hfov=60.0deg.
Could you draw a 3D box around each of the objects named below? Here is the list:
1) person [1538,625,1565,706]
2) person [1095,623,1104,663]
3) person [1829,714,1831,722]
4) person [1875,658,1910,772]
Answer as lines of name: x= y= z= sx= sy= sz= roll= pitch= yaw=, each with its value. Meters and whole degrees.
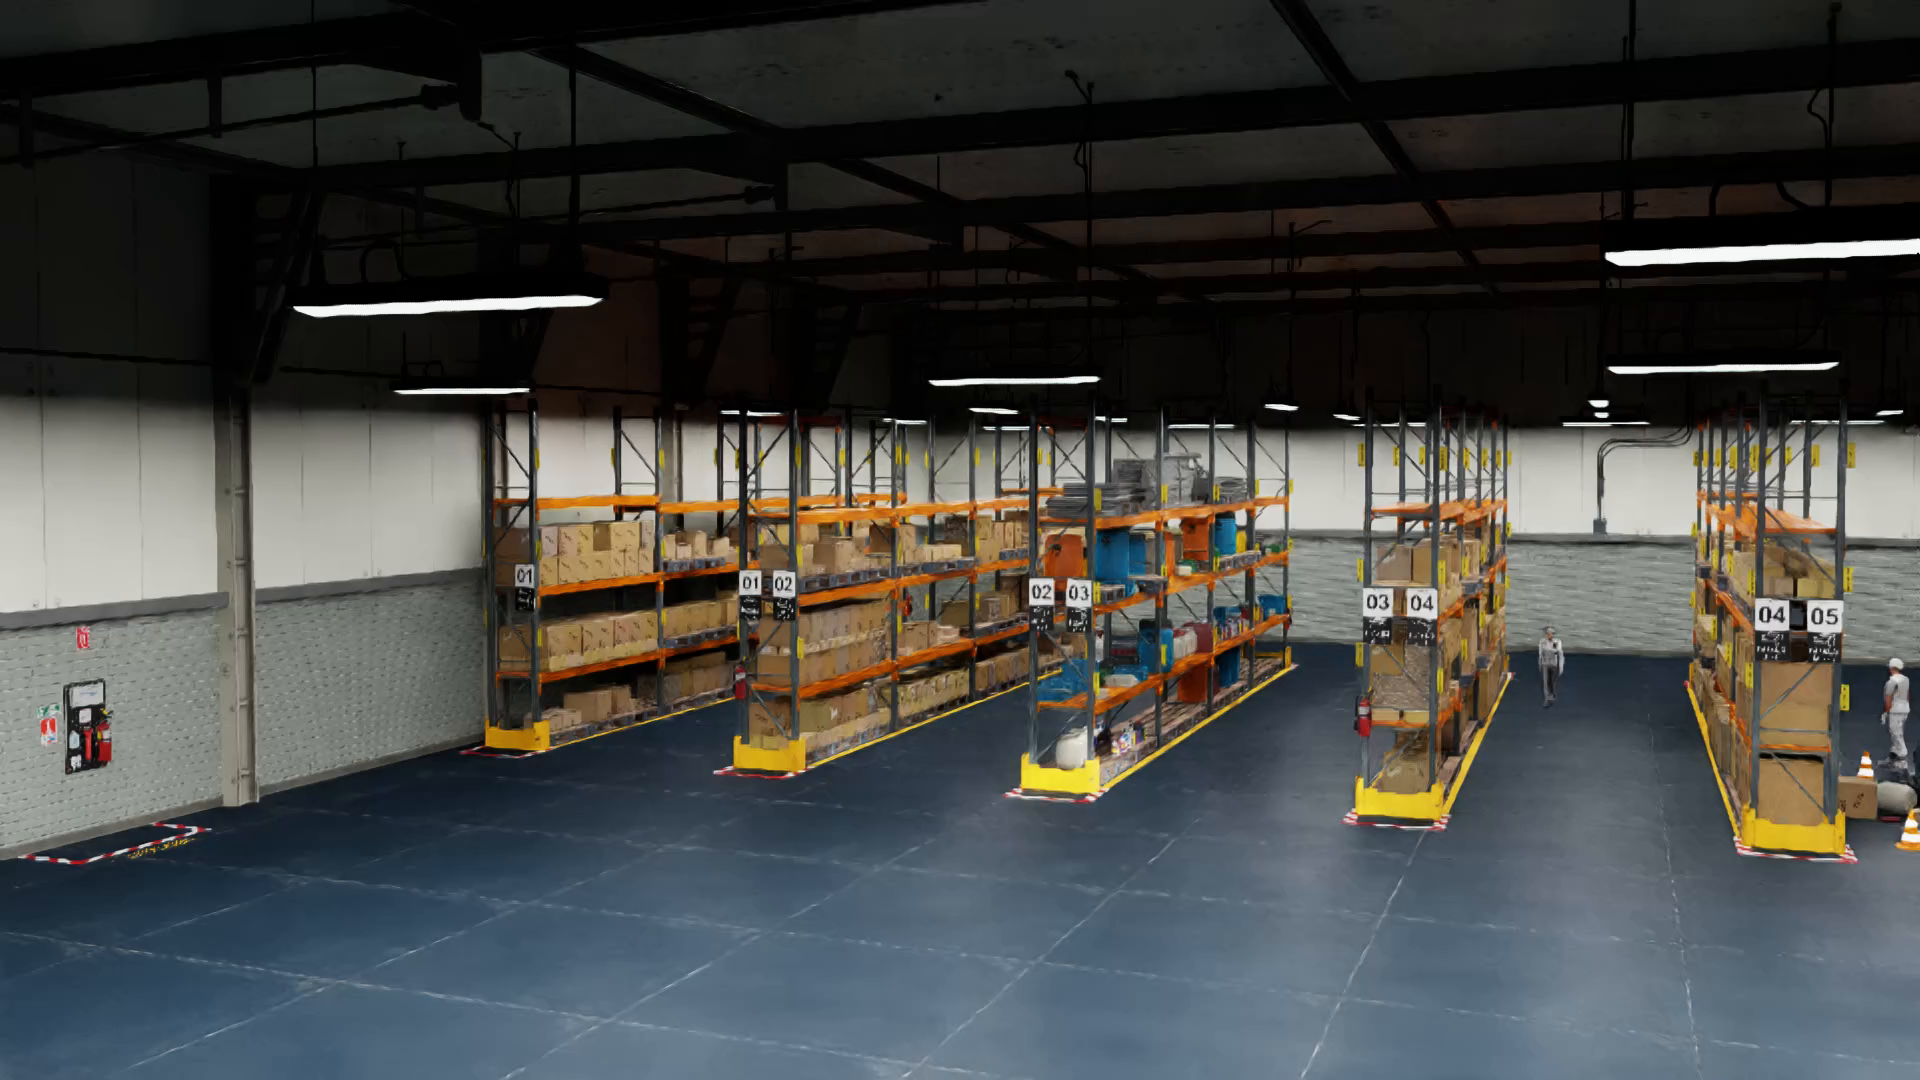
person: x=11.950 y=2.523 z=33.612 sx=0.500 sy=1.625 sz=0.980 roll=1 pitch=3 yaw=20
person: x=2.907 y=2.497 z=34.339 sx=0.447 sy=1.589 sz=1.088 roll=1 pitch=3 yaw=24
person: x=16.467 y=2.562 z=31.694 sx=0.450 sy=1.737 sz=0.595 roll=0 pitch=3 yaw=-10
person: x=14.944 y=2.779 z=26.633 sx=0.655 sy=1.785 sz=0.569 roll=-2 pitch=4 yaw=-38
